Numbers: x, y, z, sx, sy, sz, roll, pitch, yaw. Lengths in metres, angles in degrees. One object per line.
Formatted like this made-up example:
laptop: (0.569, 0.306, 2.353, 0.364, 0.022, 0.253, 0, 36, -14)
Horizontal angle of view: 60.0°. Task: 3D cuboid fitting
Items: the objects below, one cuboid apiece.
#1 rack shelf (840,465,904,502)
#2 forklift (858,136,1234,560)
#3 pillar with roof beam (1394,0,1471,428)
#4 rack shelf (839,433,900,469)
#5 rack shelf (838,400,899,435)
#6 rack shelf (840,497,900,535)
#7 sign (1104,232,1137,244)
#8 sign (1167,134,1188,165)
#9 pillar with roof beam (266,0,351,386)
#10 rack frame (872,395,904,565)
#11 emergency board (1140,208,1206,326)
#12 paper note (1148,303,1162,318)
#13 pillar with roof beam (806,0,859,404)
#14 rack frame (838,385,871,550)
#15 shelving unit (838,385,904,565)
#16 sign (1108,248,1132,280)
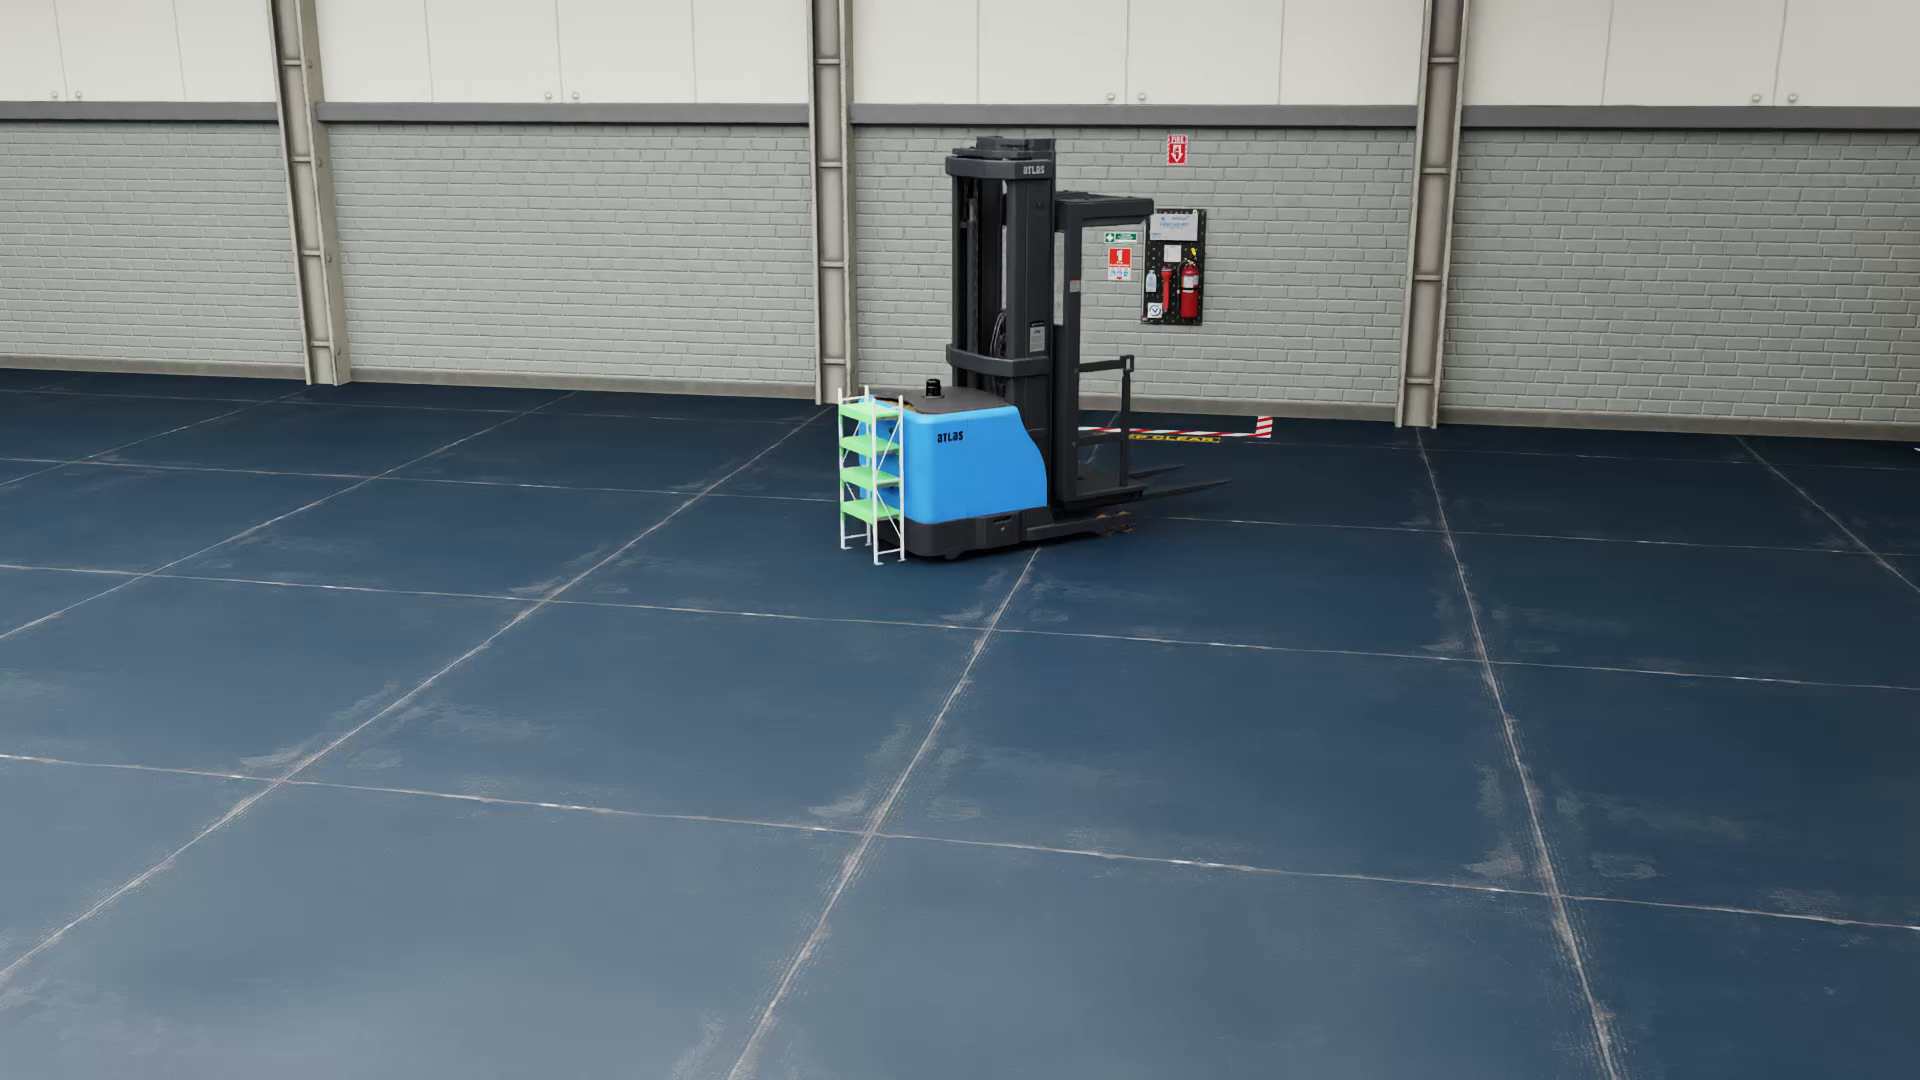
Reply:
rack shelf: (-0.638, -0.410, 11.962, 0.258, 0.148, 0.480, -10, 18, -31)
forklift: (0.755, -1.546, 12.583, 3.031, 2.935, 1.130, -9, 18, -31)
pillar with roof beam: (3.708, -4.368, 11.402, 0.400, 9.000, 9.100, 3, 16, 11)
rack shelf: (-0.638, -0.641, 11.898, 0.258, 0.148, 0.480, -10, 18, -31)
rack shelf: (-0.638, -0.872, 11.834, 0.258, 0.148, 0.480, -10, 18, -31)
rack shelf: (-0.638, -0.178, 12.026, 0.258, 0.148, 0.480, -10, 18, -31)
sign: (1.633, -3.071, 16.898, 0.331, 0.109, 0.001, 3, 16, 11)
sign: (2.164, -3.888, 16.566, 0.199, 0.298, 0.001, 3, 16, 11)
pillar with roof beam: (-8.051, -5.006, 13.707, 0.400, 9.000, 9.100, 3, 16, 11)
rack frame: (-0.507, -0.416, 11.746, 0.240, 1.200, 0.015, -10, 18, -31)
emergency board: (2.152, -2.744, 16.779, 0.643, 1.169, 0.194, 3, 16, 11)
paper note: (1.992, -2.347, 16.996, 0.142, 0.148, 0.016, 3, 16, 11)
pillar with roof beam: (-2.172, -4.687, 12.555, 0.400, 9.000, 9.100, 3, 16, 11)
rack frame: (-0.768, -0.526, 12.144, 0.240, 1.200, 0.015, -10, 18, -31)
shelving unit: (-0.638, -0.471, 11.945, 0.258, 1.200, 0.503, -10, 18, -31)
sign: (1.631, -2.818, 16.978, 0.234, 0.329, 0.001, 3, 16, 11)
